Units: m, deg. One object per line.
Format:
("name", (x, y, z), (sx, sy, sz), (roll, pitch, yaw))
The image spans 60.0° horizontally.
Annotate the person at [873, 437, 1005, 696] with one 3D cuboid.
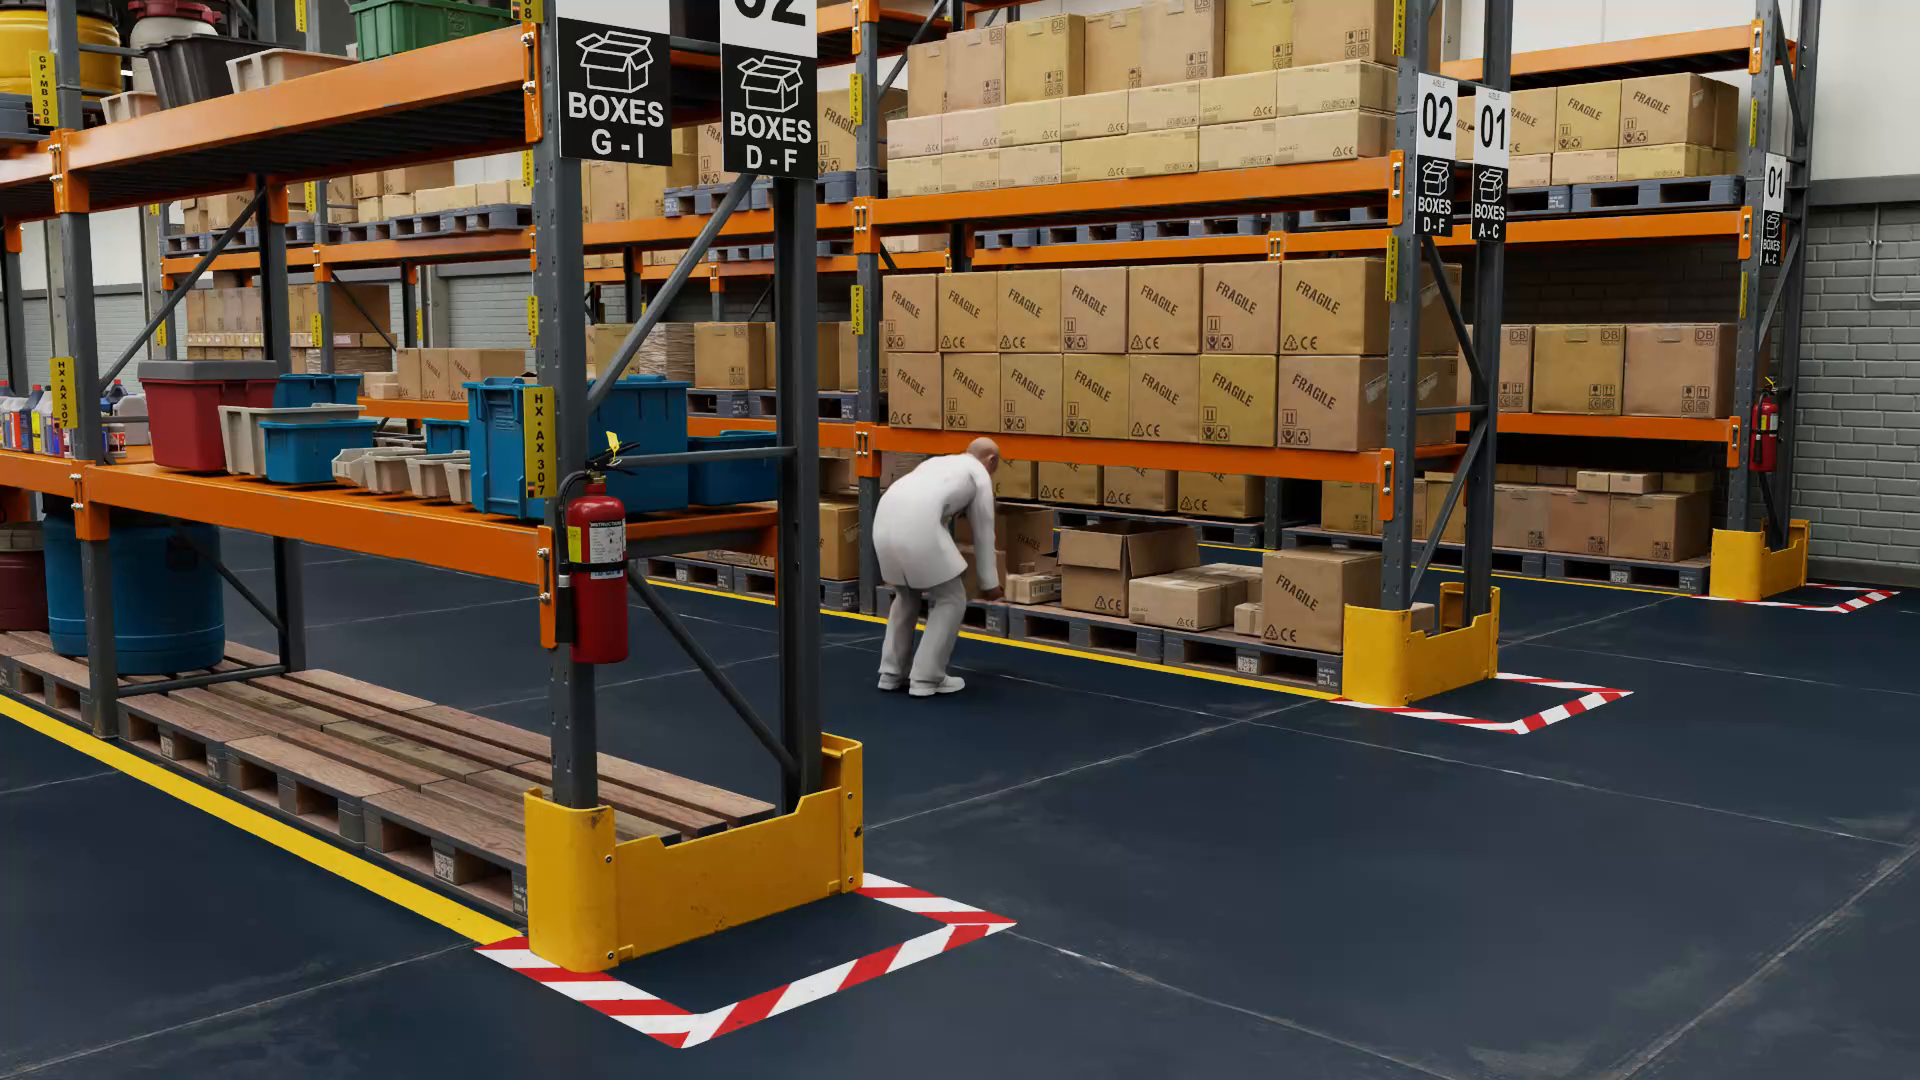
("person", (-0.086, 0.128, 9.067), (0.566, 1.346, 0.890), (6, 9, 41))
